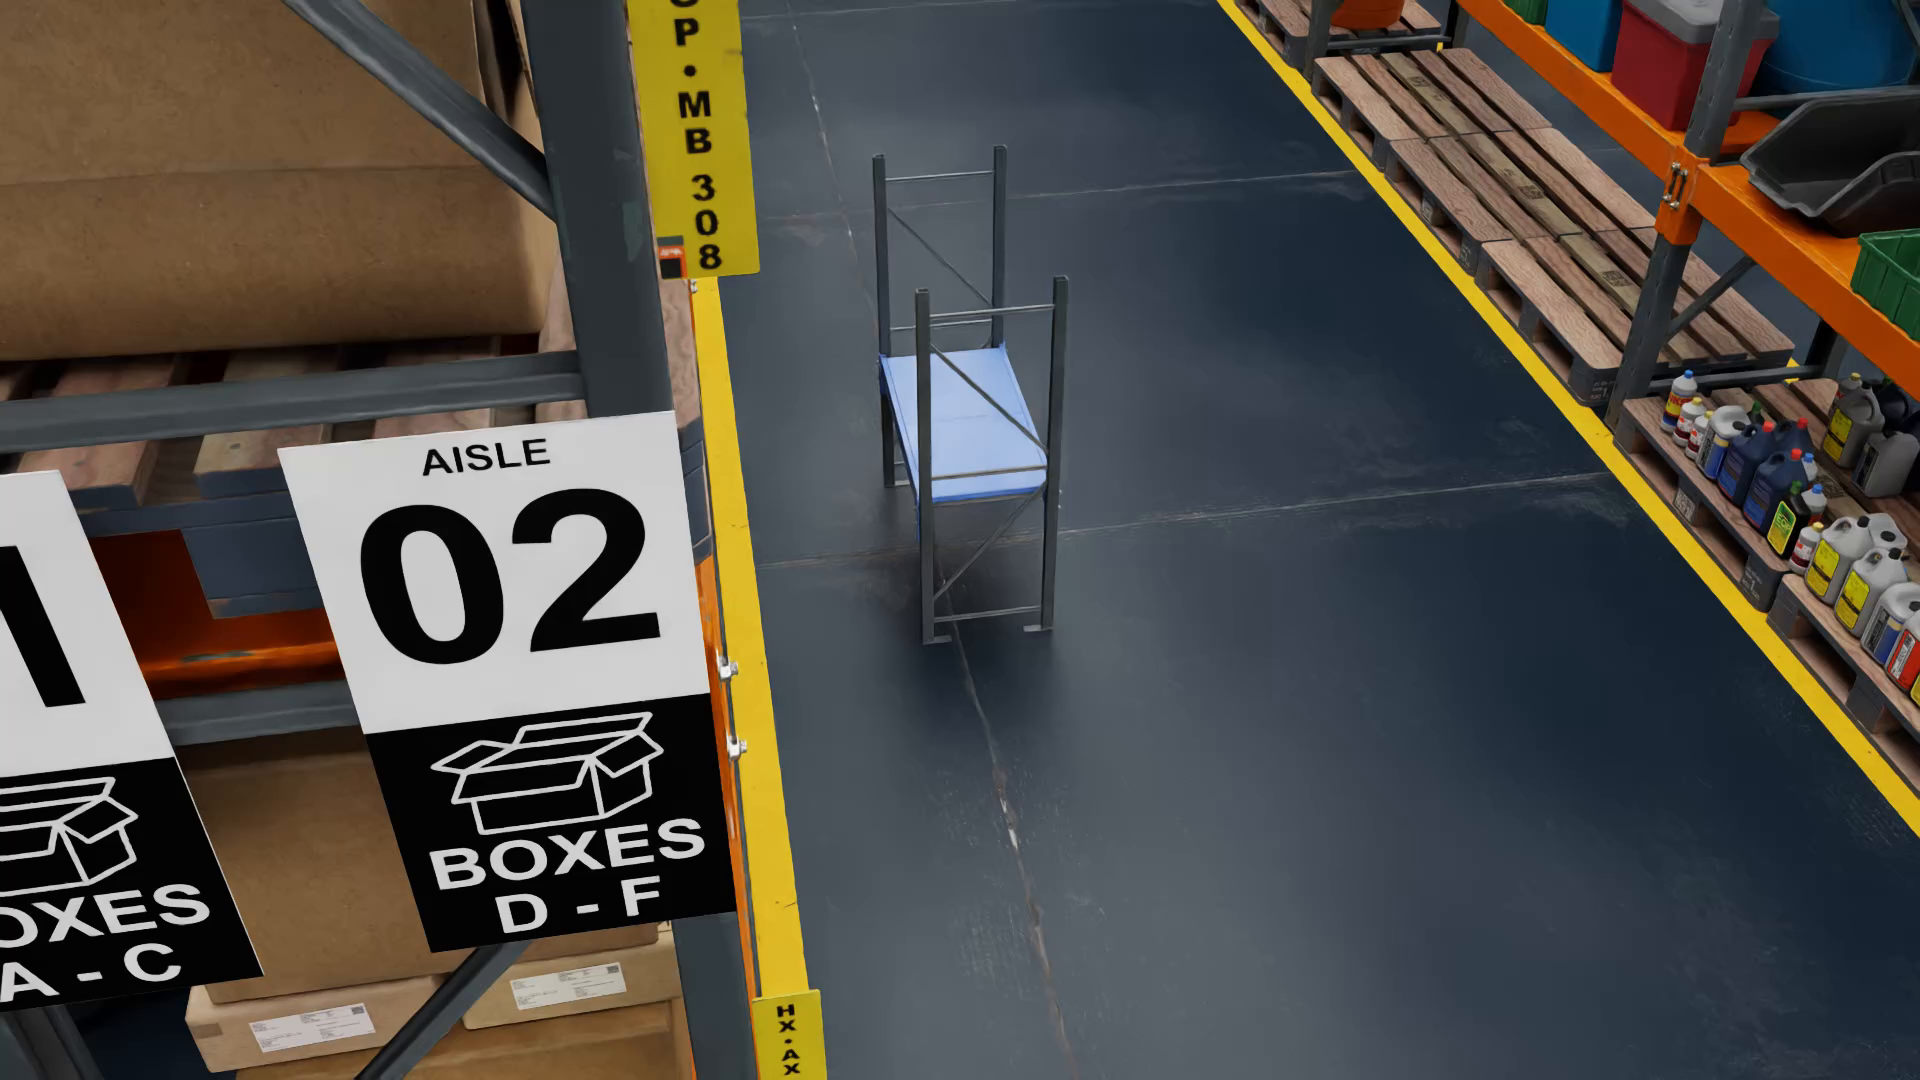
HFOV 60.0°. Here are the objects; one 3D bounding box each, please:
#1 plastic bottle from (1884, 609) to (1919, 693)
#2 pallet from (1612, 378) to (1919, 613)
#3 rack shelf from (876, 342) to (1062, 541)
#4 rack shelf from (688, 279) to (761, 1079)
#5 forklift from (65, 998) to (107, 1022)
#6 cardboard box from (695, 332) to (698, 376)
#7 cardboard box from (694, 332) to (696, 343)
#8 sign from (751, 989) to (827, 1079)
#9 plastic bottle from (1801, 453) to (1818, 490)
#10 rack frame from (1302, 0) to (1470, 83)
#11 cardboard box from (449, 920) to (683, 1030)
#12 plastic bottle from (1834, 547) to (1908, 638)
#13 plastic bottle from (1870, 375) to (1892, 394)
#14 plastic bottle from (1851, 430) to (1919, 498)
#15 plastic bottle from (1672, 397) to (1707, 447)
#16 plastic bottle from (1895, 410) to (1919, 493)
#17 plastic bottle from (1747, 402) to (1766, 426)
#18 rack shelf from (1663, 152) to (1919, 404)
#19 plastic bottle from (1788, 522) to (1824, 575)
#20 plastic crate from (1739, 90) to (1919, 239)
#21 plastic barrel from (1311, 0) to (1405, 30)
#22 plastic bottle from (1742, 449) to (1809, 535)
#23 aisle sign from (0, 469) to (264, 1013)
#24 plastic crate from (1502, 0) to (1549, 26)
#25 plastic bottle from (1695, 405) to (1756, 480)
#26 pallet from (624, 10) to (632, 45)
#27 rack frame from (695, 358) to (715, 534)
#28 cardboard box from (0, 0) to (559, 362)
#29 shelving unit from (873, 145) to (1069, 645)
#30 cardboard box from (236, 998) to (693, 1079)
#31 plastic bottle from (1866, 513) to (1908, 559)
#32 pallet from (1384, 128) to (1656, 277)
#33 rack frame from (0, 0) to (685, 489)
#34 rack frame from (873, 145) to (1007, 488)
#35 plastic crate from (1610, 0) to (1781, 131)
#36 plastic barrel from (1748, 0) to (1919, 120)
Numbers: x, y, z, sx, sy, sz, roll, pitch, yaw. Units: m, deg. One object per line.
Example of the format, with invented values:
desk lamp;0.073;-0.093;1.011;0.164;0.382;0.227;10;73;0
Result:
plastic bottle;3.305;0.373;5.686;0.152;0.276;0.135;-6;38;-8
pallet;3.452;-0.216;6.856;1.003;0.211;1.213;-6;38;-8
rack shelf;0.015;-0.399;6.334;0.538;0.185;1.000;-6;38;-8
rack shelf;-1.152;0.295;4.511;1.077;0.370;4.000;-6;38;-8
forklift;-3.338;0.200;4.104;3.031;2.935;1.130;-22;43;-26
cardboard box;-1.417;-0.856;7.306;0.500;0.250;0.500;-5;38;-7
cardboard box;-1.412;-1.078;7.134;0.500;0.311;0.500;-7;38;-8
sign;-0.254;0.790;2.518;0.100;0.325;0.005;-6;38;-8
plastic bottle;3.252;-0.217;6.449;0.097;0.271;0.097;0;38;0
rack frame;2.674;-4.143;9.638;1.000;3.000;0.127;-6;38;-8
cardboard box;-0.658;0.663;2.841;0.380;0.149;0.250;-6;38;-8
plastic bottle;3.248;0.160;5.899;0.144;0.351;0.185;-5;38;-6
plastic bottle;3.784;-0.573;6.898;0.061;0.283;0.133;-4;38;-6
plastic bottle;3.664;-0.320;6.579;0.152;0.276;0.135;-6;38;-8
plastic bottle;3.017;-0.495;6.864;0.097;0.201;0.097;0;38;0
plastic bottle;3.805;-0.381;6.596;0.144;0.351;0.185;-8;39;-10
plastic bottle;3.188;-0.408;6.686;0.061;0.283;0.133;-6;38;-8
rack shelf;3.726;-0.235;5.194;1.077;0.370;4.000;-6;38;-8
plastic bottle;3.168;0.024;6.197;0.097;0.201;0.097;0;38;0
plastic crate;3.341;-1.373;6.123;0.767;0.338;0.504;-6;38;-8
plastic barrel;2.571;-3.746;10.553;0.600;0.830;0.708;-6;38;-8
plastic bottle;3.141;-0.209;6.374;0.144;0.351;0.185;-8;39;-10
aisle sign;-1.079;0.264;1.846;0.394;0.787;0.004;-6;38;-8
plastic crate;2.792;-2.665;7.908;0.450;0.188;0.662;-6;38;-8
plastic bottle;3.083;-0.393;6.673;0.152;0.276;0.135;-5;38;-6
pallet;-1.117;-1.099;3.346;1.003;0.211;1.213;-6;38;-8
rack frame;-1.502;-1.197;5.845;1.000;3.000;0.127;-6;38;-8
cardboard box;-0.898;-0.575;2.059;0.797;0.503;0.637;-4;38;-5
shelving unit;0.015;-0.541;6.224;0.538;1.500;1.048;-6;38;-8
cardboard box;-0.870;0.896;3.070;0.700;0.500;0.500;-6;38;-8
plastic bottle;3.357;0.046;6.107;0.152;0.276;0.135;-6;38;-8
pallet;2.982;-1.835;8.939;1.003;0.211;1.213;-6;38;-8
rack frame;-0.801;-1.150;0.895;1.000;3.000;0.127;-6;38;-8
rack frame;-0.074;-0.848;6.619;0.500;1.500;0.032;-6;38;-8
plastic crate;2.989;-2.012;6.843;0.402;0.464;0.583;-6;38;-8
plastic barrel;3.605;-2.191;6.717;0.600;0.901;0.708;-6;38;-8
